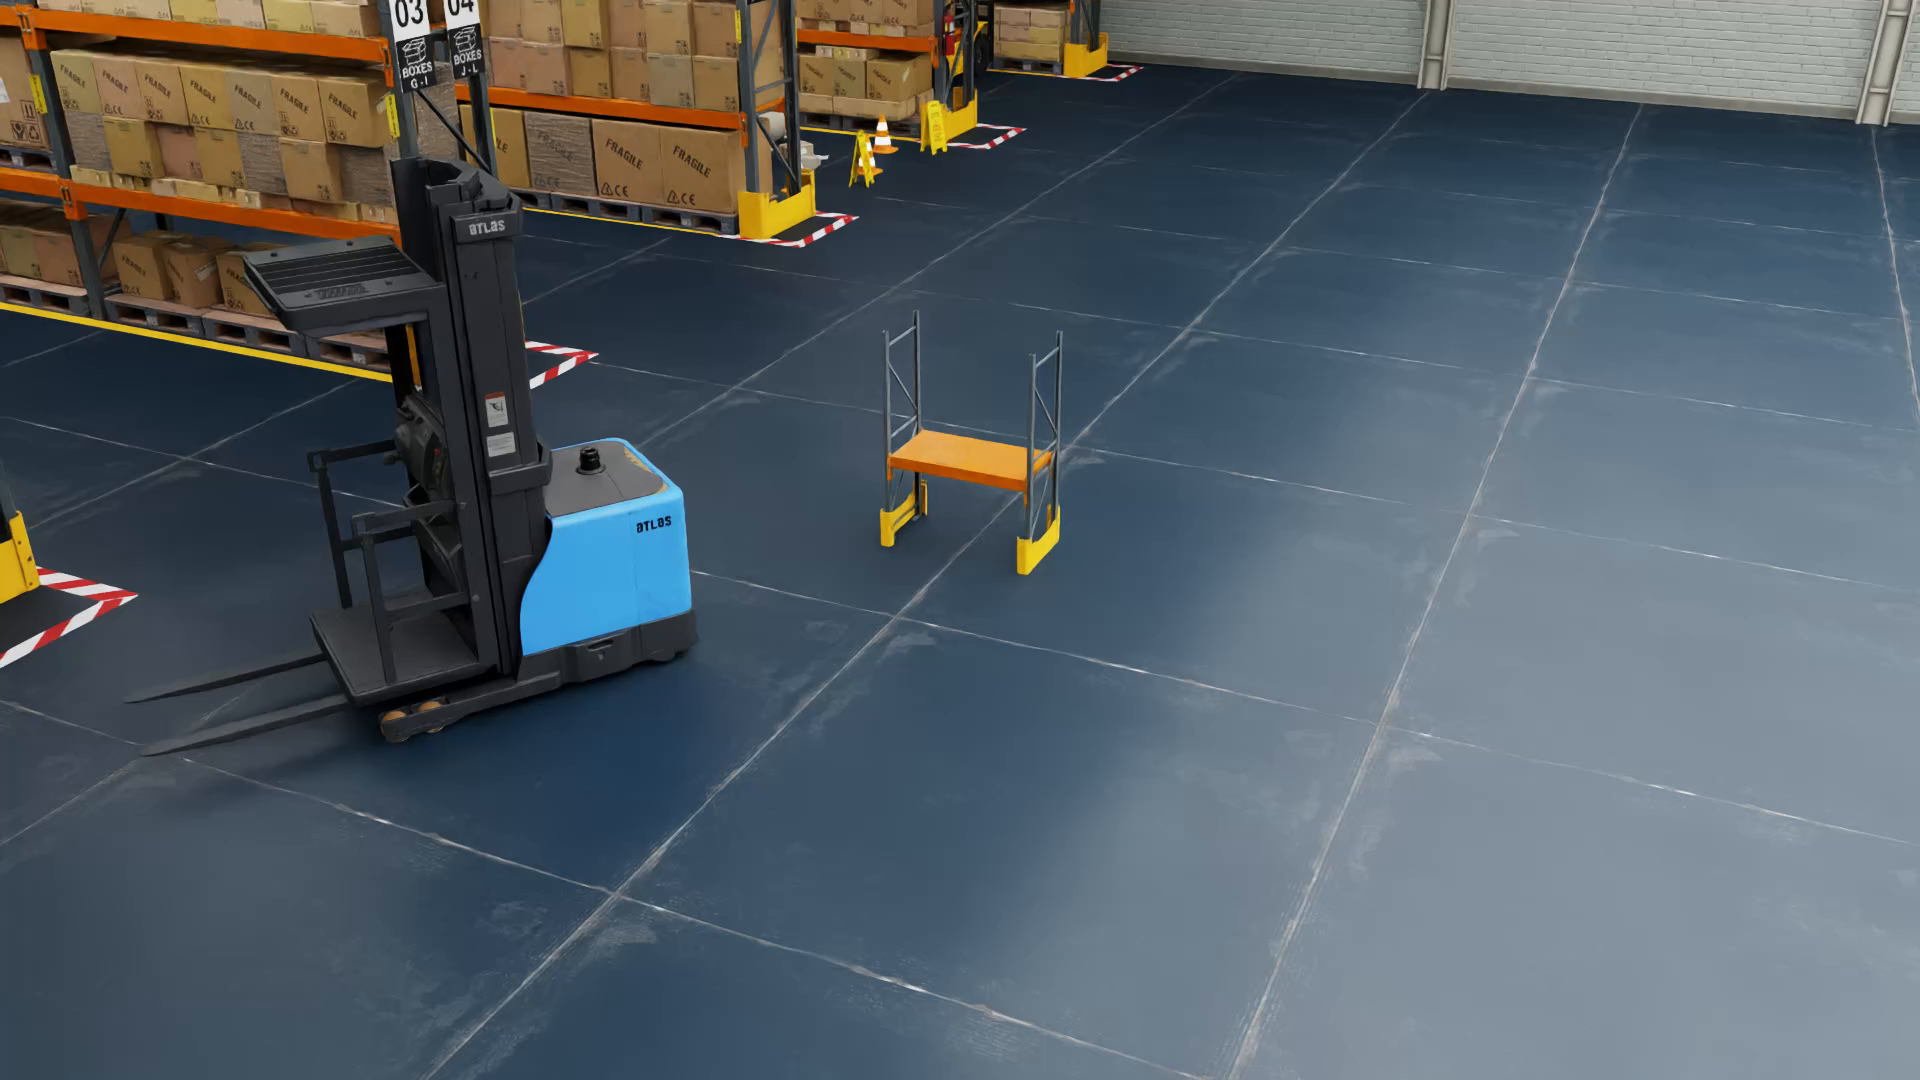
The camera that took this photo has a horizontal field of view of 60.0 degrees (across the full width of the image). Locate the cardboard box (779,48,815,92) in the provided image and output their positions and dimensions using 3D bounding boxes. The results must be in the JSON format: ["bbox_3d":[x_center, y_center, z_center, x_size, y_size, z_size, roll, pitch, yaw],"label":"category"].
[{"bbox_3d":[-2.324,-6.461,22.836,0.500,0.500,0.500,13,29,24],"label":"cardboard box"}]

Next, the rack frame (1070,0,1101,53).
[{"bbox_3d":[1.980,-8.840,25.880,0.127,3.000,1.000,11,28,22],"label":"rack frame"}]

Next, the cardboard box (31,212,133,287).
[{"bbox_3d":[-8.365,-2.787,15.917,0.500,0.500,0.700,9,28,18],"label":"cardboard box"}]

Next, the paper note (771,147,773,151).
[{"bbox_3d":[-2.467,-5.095,21.646,0.142,0.019,0.148,23,35,39],"label":"paper note"}]

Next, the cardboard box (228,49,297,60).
[{"bbox_3d":[-5.927,-3.970,14.406,0.500,0.500,0.500,11,28,22],"label":"cardboard box"}]

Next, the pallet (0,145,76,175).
[{"bbox_3d":[-8.451,-3.703,15.662,1.213,0.211,1.003,11,28,22],"label":"pallet"}]

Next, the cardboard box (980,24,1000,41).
[{"bbox_3d":[0.476,-8.165,26.579,0.500,0.250,0.500,11,28,21],"label":"cardboard box"}]

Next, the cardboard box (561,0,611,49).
[{"bbox_3d":[-3.879,-5.735,18.181,0.500,0.550,0.875,11,28,22],"label":"cardboard box"}]

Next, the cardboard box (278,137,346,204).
[{"bbox_3d":[-5.168,-3.192,13.958,0.500,0.500,0.875,11,28,22],"label":"cardboard box"}]

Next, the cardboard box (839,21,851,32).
[{"bbox_3d":[-1.424,-6.909,22.241,0.250,0.149,0.380,12,29,23],"label":"cardboard box"}]

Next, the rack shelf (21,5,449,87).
[{"bbox_3d":[-5.995,-4.248,13.970,4.000,0.370,1.077,11,28,22],"label":"rack shelf"}]

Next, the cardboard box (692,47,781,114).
[{"bbox_3d":[-2.385,-4.952,17.812,0.550,0.550,0.875,11,28,22],"label":"cardboard box"}]

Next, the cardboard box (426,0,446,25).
[{"bbox_3d":[-4.505,-4.330,13.492,0.500,0.250,0.500,12,29,23],"label":"cardboard box"}]

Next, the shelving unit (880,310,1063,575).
[{"bbox_3d":[0.069,-0.659,10.960,1.083,1.500,0.587,11,28,22],"label":"shelving unit"}]

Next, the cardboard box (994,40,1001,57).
[{"bbox_3d":[0.521,-7.944,26.696,0.500,0.250,0.500,12,29,22],"label":"cardboard box"}]

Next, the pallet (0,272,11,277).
[{"bbox_3d":[-9.639,-2.704,16.572,1.213,0.211,1.003,11,28,22],"label":"pallet"}]

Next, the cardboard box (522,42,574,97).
[{"bbox_3d":[-4.376,-5.334,18.587,0.550,0.550,0.875,11,28,22],"label":"cardboard box"}]

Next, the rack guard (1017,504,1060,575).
[{"bbox_3d":[0.523,-0.007,11.051,0.087,0.250,0.587,11,28,22],"label":"rack guard"}]

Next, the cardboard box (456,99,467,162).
[{"bbox_3d":[-6.272,-4.823,19.791,0.750,0.750,1.050,11,28,22],"label":"cardboard box"}]

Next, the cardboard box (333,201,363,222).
[{"bbox_3d":[-4.995,-2.787,13.868,0.250,0.149,0.380,11,28,22],"label":"cardboard box"}]

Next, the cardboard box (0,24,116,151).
[{"bbox_3d":[-8.480,-4.250,15.401,1.000,1.000,1.000,12,28,22],"label":"cardboard box"}]

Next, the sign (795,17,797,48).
[{"bbox_3d":[-1.794,-5.481,17.987,0.005,0.325,0.100,11,28,22],"label":"sign"}]

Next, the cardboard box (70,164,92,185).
[{"bbox_3d":[-7.744,-3.318,14.947,0.250,0.149,0.380,11,28,22],"label":"cardboard box"}]

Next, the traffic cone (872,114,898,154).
[{"bbox_3d":[-0.997,-5.266,21.491,0.334,0.463,0.336,11,28,22],"label":"traffic cone"}]

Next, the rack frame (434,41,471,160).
[{"bbox_3d":[-5.670,-5.566,19.230,0.127,3.000,1.000,11,28,22],"label":"rack frame"}]

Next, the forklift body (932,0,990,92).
[{"bbox_3d":[-0.502,-8.073,25.281,1.214,2.155,2.313,11,28,22],"label":"forklift body"}]

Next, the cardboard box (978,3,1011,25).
[{"bbox_3d":[0.501,-8.382,26.454,0.500,0.250,0.500,12,29,22],"label":"cardboard box"}]

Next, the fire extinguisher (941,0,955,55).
[{"bbox_3d":[-0.158,-6.603,21.423,0.183,0.674,0.296,11,28,22],"label":"fire extinguisher"}]

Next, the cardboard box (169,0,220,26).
[{"bbox_3d":[-6.097,-4.401,13.636,0.500,0.250,0.500,11,28,21],"label":"cardboard box"}]

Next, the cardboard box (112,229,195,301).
[{"bbox_3d":[-7.468,-2.568,15.495,0.500,0.500,0.500,10,28,20],"label":"cardboard box"}]

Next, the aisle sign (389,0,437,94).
[{"bbox_3d":[-4.242,-3.894,12.889,0.004,0.787,0.394,11,28,22],"label":"aisle sign"}]

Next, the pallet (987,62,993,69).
[{"bbox_3d":[0.159,-7.936,27.200,1.213,0.211,1.003,11,28,22],"label":"pallet"}]

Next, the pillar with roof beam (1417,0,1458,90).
[{"bbox_3d":[5.399,-9.194,19.805,0.400,9.000,9.100,11,28,22],"label":"pillar with roof beam"}]

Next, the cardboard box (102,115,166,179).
[{"bbox_3d":[-6.991,-3.556,14.697,0.500,0.500,0.875,11,28,22],"label":"cardboard box"}]

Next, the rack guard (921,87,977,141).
[{"bbox_3d":[-0.141,-5.736,22.405,0.348,0.500,1.175,11,28,22],"label":"rack guard"}]

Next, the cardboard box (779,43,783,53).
[{"bbox_3d":[-2.484,-6.753,22.694,0.250,0.149,0.380,13,29,25],"label":"cardboard box"}]

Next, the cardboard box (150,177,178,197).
[{"bbox_3d":[-6.841,-3.128,14.561,0.250,0.149,0.380,11,28,22],"label":"cardboard box"}]

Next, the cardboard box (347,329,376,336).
[{"bbox_3d":[-5.294,-2.143,14.630,0.500,0.500,0.500,20,33,35],"label":"cardboard box"}]

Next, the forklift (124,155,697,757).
[{"bbox_3d":[-3.095,-0.476,8.969,3.031,2.935,1.130,-15,30,-28],"label":"forklift"}]

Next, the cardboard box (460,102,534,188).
[{"bbox_3d":[-5.126,-4.658,19.316,0.875,0.875,0.875,12,29,23],"label":"cardboard box"}]

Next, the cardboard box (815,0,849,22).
[{"bbox_3d":[-1.588,-7.197,22.092,0.500,0.500,0.500,11,28,22],"label":"cardboard box"}]

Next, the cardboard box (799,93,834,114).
[{"bbox_3d":[-1.866,-6.030,22.808,0.500,0.250,0.500,10,28,20],"label":"cardboard box"}]

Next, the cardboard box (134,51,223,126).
[{"bbox_3d":[-6.600,-3.850,14.163,0.500,0.500,0.500,11,28,22],"label":"cardboard box"}]

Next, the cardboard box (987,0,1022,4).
[{"bbox_3d":[0.713,-8.593,26.884,0.500,0.250,0.500,11,28,21],"label":"cardboard box"}]

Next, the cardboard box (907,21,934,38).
[{"bbox_3d":[-0.501,-6.714,21.844,0.250,0.149,0.380,12,29,24],"label":"cardboard box"}]

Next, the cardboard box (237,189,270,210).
[{"bbox_3d":[-5.928,-2.948,14.195,0.250,0.149,0.380,11,28,22],"label":"cardboard box"}]

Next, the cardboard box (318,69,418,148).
[{"bbox_3d":[-4.777,-3.487,13.425,0.500,0.500,0.500,11,28,22],"label":"cardboard box"}]
